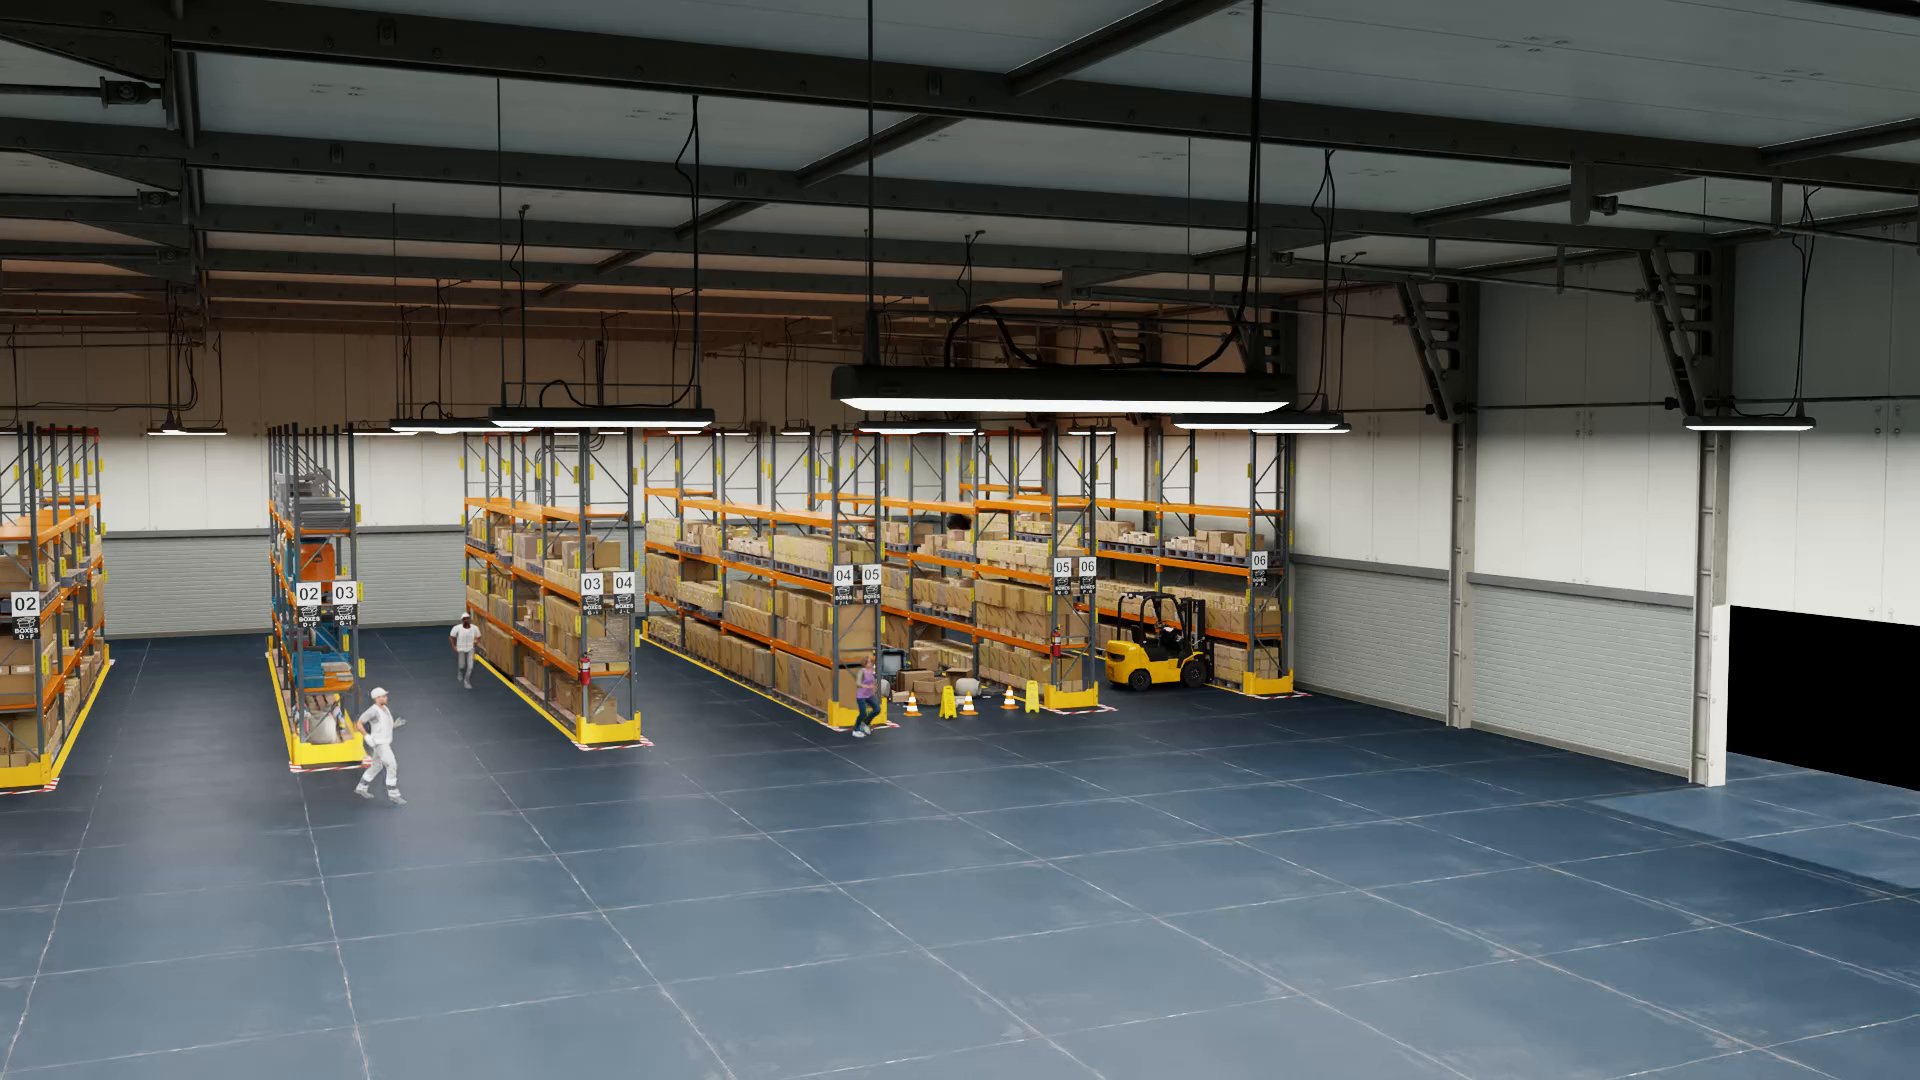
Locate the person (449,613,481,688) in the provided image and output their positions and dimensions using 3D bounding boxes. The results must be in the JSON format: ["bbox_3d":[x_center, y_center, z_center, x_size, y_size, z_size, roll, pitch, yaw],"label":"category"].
[{"bbox_3d":[-11.356,2.534,38.213,0.703,1.724,0.610,-1,4,-23],"label":"person"}]

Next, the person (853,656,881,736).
[{"bbox_3d":[-1.788,2.998,31.813,0.671,1.557,0.560,3,4,38],"label":"person"}]

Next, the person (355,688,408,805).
[{"bbox_3d":[-9.067,3.221,26.003,0.859,1.833,0.651,0,3,-2],"label":"person"}]
